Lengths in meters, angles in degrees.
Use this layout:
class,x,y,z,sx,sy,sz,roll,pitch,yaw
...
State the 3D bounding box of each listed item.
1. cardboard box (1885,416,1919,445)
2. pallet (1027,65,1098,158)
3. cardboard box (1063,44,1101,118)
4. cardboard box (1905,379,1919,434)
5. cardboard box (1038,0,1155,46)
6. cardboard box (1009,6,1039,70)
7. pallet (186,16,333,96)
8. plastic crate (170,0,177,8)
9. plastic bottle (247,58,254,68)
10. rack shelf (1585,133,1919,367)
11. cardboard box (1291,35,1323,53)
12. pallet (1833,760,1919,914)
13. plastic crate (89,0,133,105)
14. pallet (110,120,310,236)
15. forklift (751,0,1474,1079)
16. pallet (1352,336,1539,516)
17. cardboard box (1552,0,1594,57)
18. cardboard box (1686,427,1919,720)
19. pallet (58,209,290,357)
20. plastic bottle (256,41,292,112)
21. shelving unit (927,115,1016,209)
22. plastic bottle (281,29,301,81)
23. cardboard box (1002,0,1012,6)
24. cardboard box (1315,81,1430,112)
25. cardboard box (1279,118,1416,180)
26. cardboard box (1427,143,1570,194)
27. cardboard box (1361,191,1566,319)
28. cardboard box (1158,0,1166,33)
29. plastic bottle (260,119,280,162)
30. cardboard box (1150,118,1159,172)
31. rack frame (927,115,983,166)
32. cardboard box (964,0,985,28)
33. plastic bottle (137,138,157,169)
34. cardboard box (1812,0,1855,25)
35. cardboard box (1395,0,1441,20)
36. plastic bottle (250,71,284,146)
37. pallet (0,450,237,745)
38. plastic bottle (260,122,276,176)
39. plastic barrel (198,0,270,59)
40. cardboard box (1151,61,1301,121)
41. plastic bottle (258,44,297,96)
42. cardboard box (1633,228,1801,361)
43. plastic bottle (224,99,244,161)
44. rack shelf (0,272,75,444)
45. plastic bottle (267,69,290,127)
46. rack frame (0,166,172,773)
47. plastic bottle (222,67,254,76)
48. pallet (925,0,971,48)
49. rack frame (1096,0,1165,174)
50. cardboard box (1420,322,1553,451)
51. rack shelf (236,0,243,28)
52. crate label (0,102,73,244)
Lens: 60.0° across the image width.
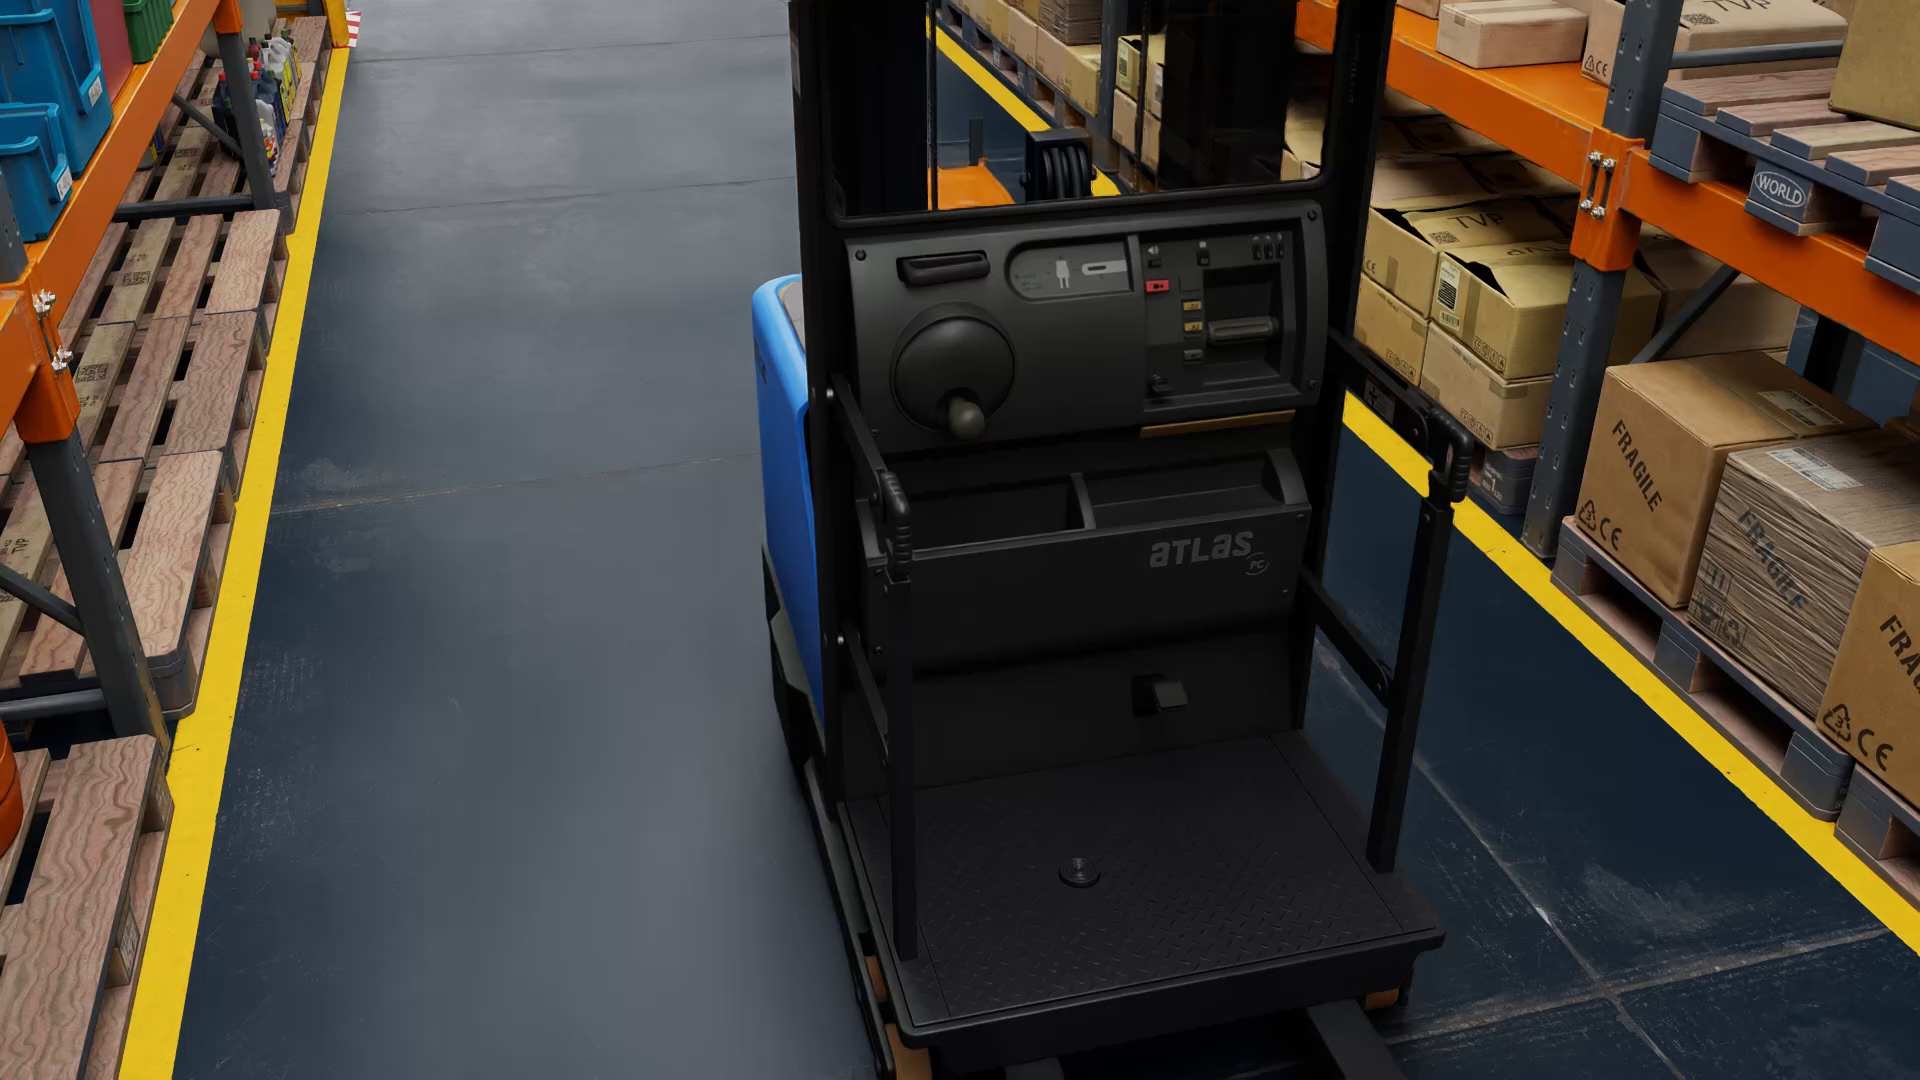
class,x,y,z,sx,sy,sz,roll,pitch,yaw
cardboard box,2.734,-0.014,4.336,0.500,0.500,0.500,-7,31,-11
pallet,1.027,-2.441,9.256,1.003,0.211,1.213,-8,31,-13
cardboard box,0.864,-2.445,8.805,0.500,0.250,0.500,-8,31,-13
cardboard box,2.753,-0.312,4.102,0.500,0.250,0.500,-7,31,-11
cardboard box,0.742,-3.012,9.037,0.500,0.500,0.500,-8,31,-13
cardboard box,0.594,-2.927,9.638,0.500,0.250,0.500,-8,31,-13
pallet,-4.365,-2.903,10.054,1.003,0.211,1.213,-8,31,-13
plastic crate,-2.986,-2.103,5.905,0.392,0.384,0.575,-8,31,-13
plastic bottle,-3.769,-2.466,8.870,0.097,0.201,0.097,0,30,0
rack shelf,2.790,-0.049,3.058,1.077,0.370,4.000,-8,31,-13
cardboard box,1.582,-2.335,8.056,0.500,0.311,0.500,-8,31,-13
pallet,2.741,0.834,3.598,1.003,0.211,1.213,-8,31,-13
plastic crate,-2.651,-1.518,4.815,0.402,0.464,0.583,-8,31,-13
pallet,-3.717,-1.724,8.018,1.003,0.211,1.213,-8,31,-13
forklift,0.308,-0.362,2.950,1.130,2.935,3.031,-7,31,-12
pallet,2.078,-0.522,5.941,1.003,0.211,1.213,-8,31,-13
cardboard box,2.209,-1.745,5.360,0.500,0.311,0.500,-8,31,-14
cardboard box,2.249,0.075,4.182,0.500,0.500,0.500,-9,31,-15
pallet,-3.333,-1.020,6.802,1.003,0.211,1.213,-8,31,-13
plastic bottle,-3.556,-2.387,8.584,0.144,0.351,0.185,-8,31,-14
shelving unit,-0.047,-0.604,5.170,0.538,1.125,1.048,-7,31,-12
plastic bottle,-3.682,-2.665,9.133,0.061,0.283,0.133,-7,31,-12
cardboard box,0.459,-3.493,9.867,0.500,0.500,0.500,-8,31,-13
cardboard box,1.856,-1.843,7.206,0.500,0.311,0.500,-8,31,-13
cardboard box,1.476,-1.517,6.643,0.500,0.311,0.500,-7,31,-12
cardboard box,2.123,-1.352,6.357,0.500,0.311,0.500,-9,31,-15
cardboard box,1.739,-1.031,5.803,0.500,0.311,0.500,-8,31,-14
cardboard box,1.376,-2.840,8.739,0.500,0.500,0.500,-8,31,-13
plastic bottle,-3.295,-1.891,7.877,0.097,0.201,0.097,0,30,0
cardboard box,1.200,-1.775,7.648,0.500,0.250,0.500,-7,31,-12
rack frame,-0.172,-0.850,5.596,0.500,1.125,0.032,-7,31,-12
cardboard box,0.332,-3.411,10.474,0.500,0.250,0.500,-8,31,-13
plastic bottle,-3.889,-1.937,7.808,0.144,0.351,0.185,-8,31,-13
cardboard box,5.659,-3.523,10.399,0.500,0.500,0.500,-10,32,-17
cardboard box,1.798,-2.178,5.918,0.500,0.500,0.500,-10,31,-16
plastic bottle,-3.393,-2.090,8.072,0.144,0.351,0.185,-7,31,-12
pallet,-2.686,0.158,4.766,1.003,0.211,1.213,-8,31,-13
plastic bottle,-3.241,-1.823,7.690,0.097,0.271,0.097,0,30,0
plastic barrel,-4.259,-3.088,9.656,0.421,0.512,0.421,0,30,0
cardboard box,1.195,-2.017,7.507,0.500,0.311,0.500,-8,31,-14
plastic bottle,-3.653,-2.524,8.896,0.152,0.276,0.135,-9,31,-15
cardboard box,2.403,-0.853,5.494,0.500,0.311,0.500,-7,31,-12
plastic bottle,-3.456,-1.966,7.925,0.061,0.283,0.133,-8,31,-13
rack shelf,-1.987,0.608,1.923,1.077,0.370,4.000,-8,31,-13
plastic bottle,-3.447,-2.238,8.394,0.061,0.283,0.133,-6,31,-11
rack frame,-2.517,-0.669,3.412,1.000,3.000,0.127,-8,31,-13
plastic bottle,-3.692,-2.323,8.548,0.152,0.276,0.135,-8,31,-13
pallet,0.379,-3.619,11.292,1.003,0.211,1.213,-8,31,-13
rack frame,1.198,-3.258,7.885,1.000,3.000,0.127,-8,31,-13
cardboard box,1.884,-0.540,5.513,0.500,0.250,0.500,-7,31,-12
rack shelf,-4.110,-3.256,8.599,1.077,0.370,4.000,-8,31,-13
crate label,-2.268,-0.850,3.892,0.303,0.233,0.416,-8,31,-13
